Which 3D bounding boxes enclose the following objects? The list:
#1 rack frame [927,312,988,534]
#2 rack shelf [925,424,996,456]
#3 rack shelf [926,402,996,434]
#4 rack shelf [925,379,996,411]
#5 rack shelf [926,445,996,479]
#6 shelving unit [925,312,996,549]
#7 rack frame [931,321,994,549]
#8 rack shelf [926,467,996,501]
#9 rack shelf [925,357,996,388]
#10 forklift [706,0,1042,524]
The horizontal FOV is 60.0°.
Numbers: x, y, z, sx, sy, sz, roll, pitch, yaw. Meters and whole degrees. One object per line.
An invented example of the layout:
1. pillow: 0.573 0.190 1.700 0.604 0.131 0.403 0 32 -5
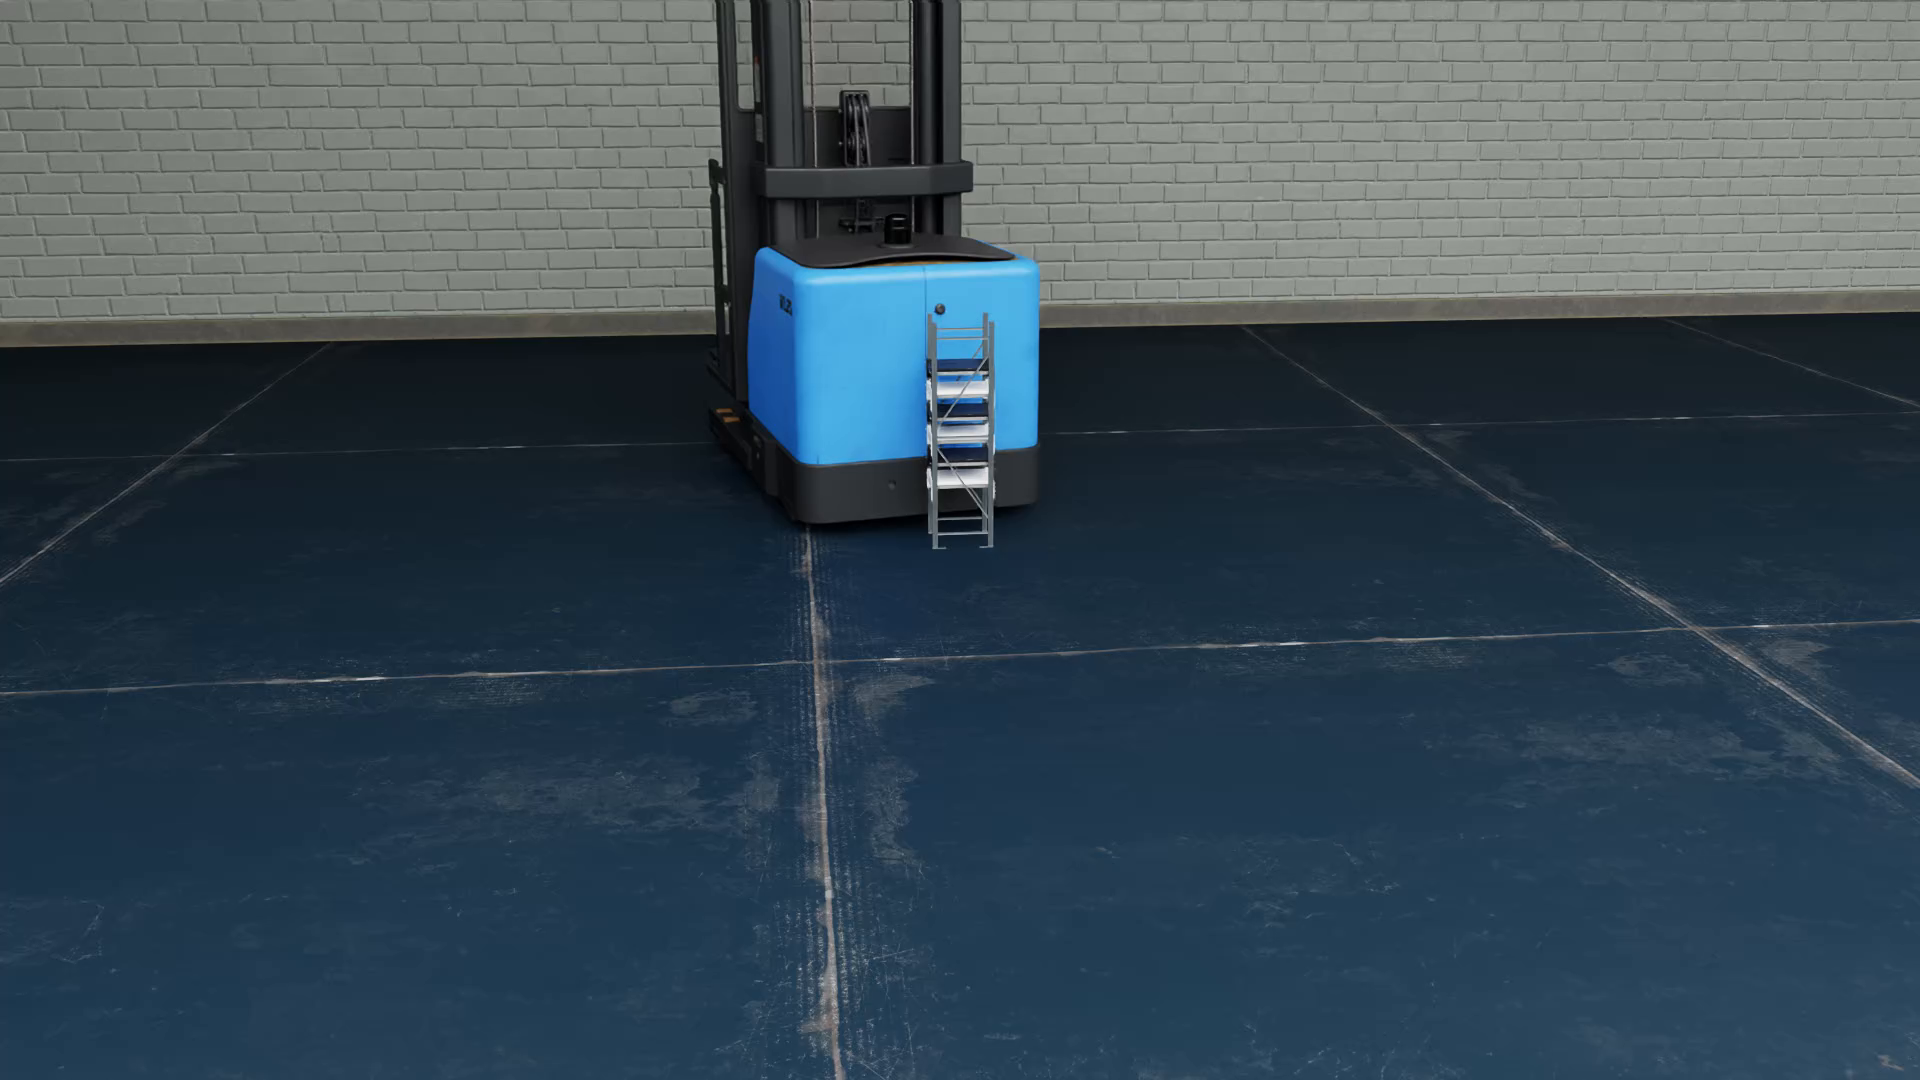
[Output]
1. rack frame: -0.010 -0.457 6.631 0.240 0.900 0.006 -2 18 -6
2. rack shelf: 0.001 -0.395 6.545 0.258 0.077 0.200 -2 18 -6
3. rack shelf: 0.001 -0.481 6.518 0.258 0.077 0.200 -2 18 -6
4. rack shelf: 0.001 -0.567 6.491 0.258 0.077 0.200 -2 18 -6
5. rack shelf: 0.001 -0.309 6.572 0.258 0.077 0.200 -2 18 -6
6. shelving unit: 0.001 -0.427 6.535 0.258 0.900 0.210 -2 18 -6
7. rack frame: 0.011 -0.397 6.438 0.240 0.900 0.006 -2 18 -6
8. rack shelf: 0.001 -0.223 6.598 0.258 0.077 0.200 -2 18 -6
9. rack shelf: 0.001 -0.653 6.464 0.258 0.077 0.200 -2 18 -6
10. forklift: -0.609 -1.865 7.725 1.130 2.935 3.031 -6 18 -18
